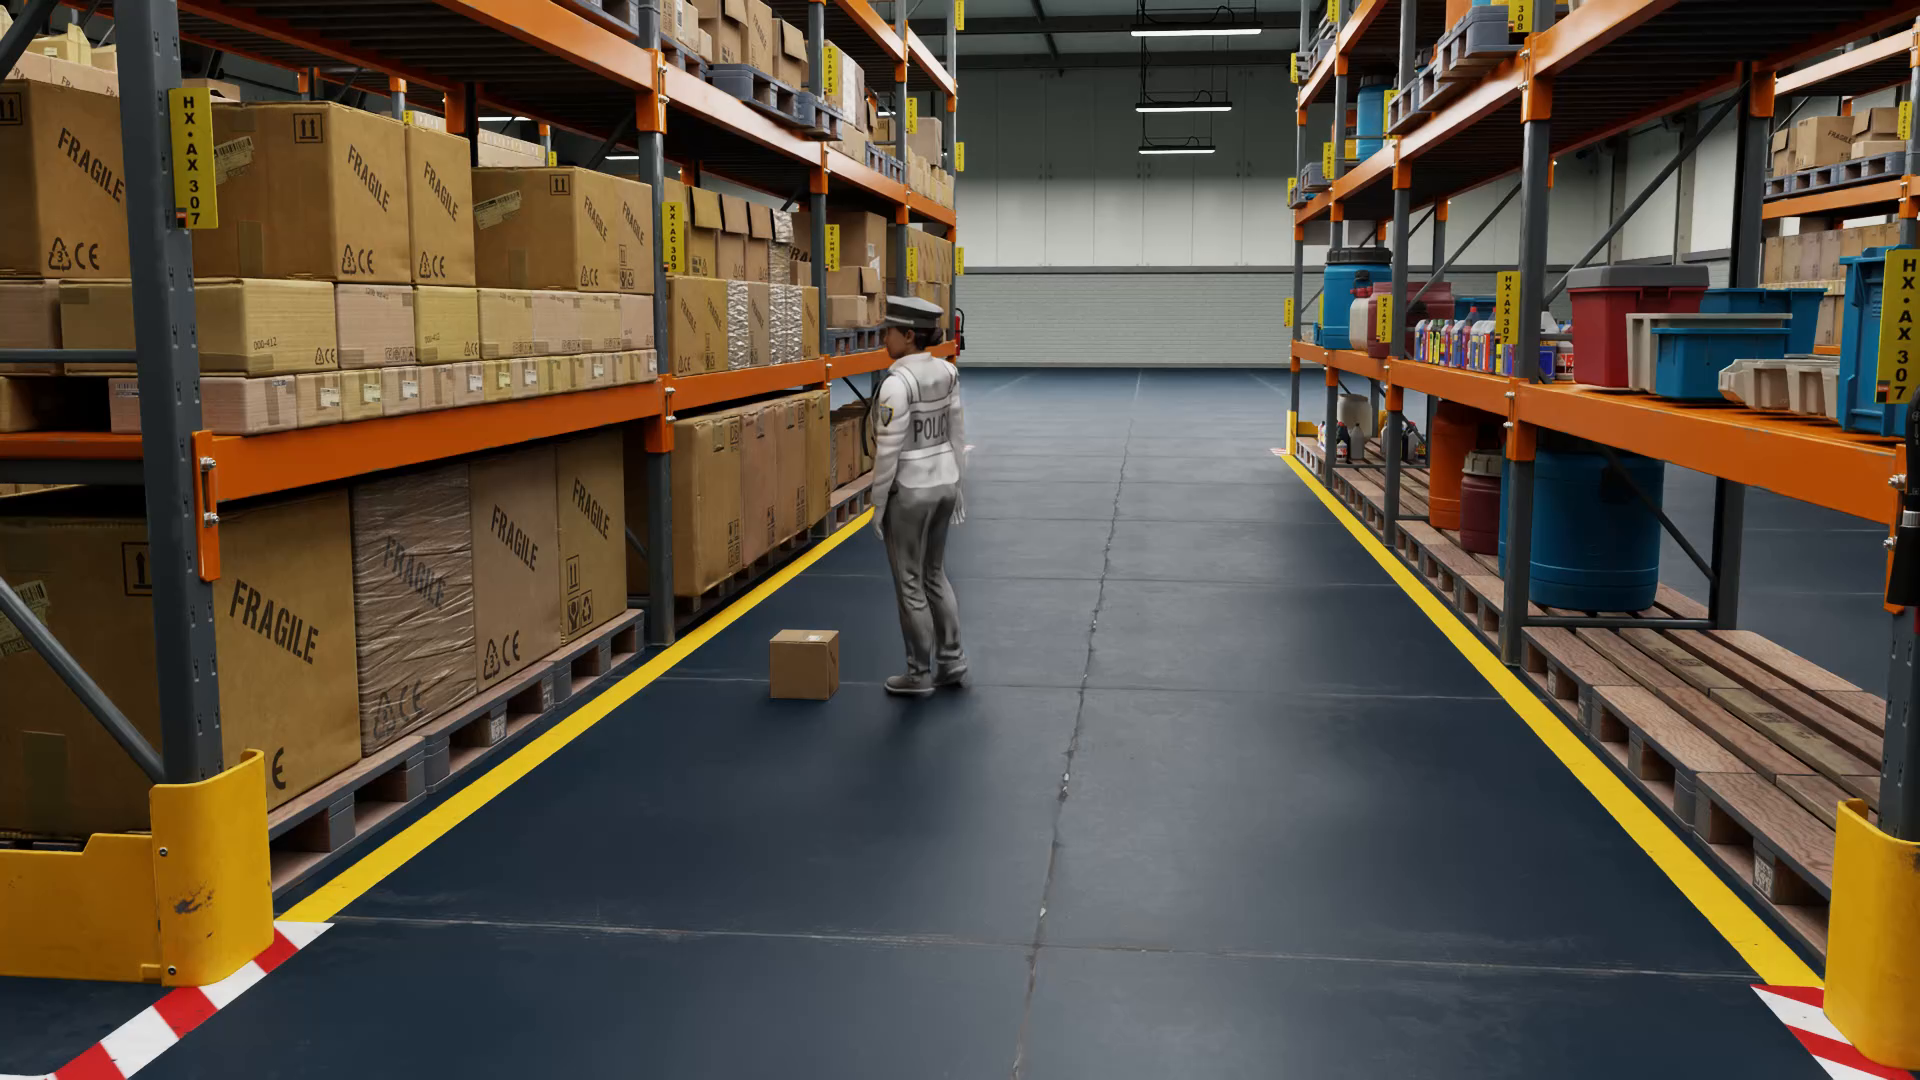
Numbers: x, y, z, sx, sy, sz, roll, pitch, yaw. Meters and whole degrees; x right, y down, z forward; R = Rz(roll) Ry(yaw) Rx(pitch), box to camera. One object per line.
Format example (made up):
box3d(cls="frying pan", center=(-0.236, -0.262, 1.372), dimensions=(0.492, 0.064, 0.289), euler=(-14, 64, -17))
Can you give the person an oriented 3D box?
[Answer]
box3d(cls="person", center=(-0.160, -0.157, 6.986), dimensions=(0.375, 1.728, 0.646), euler=(5, 9, 34))
